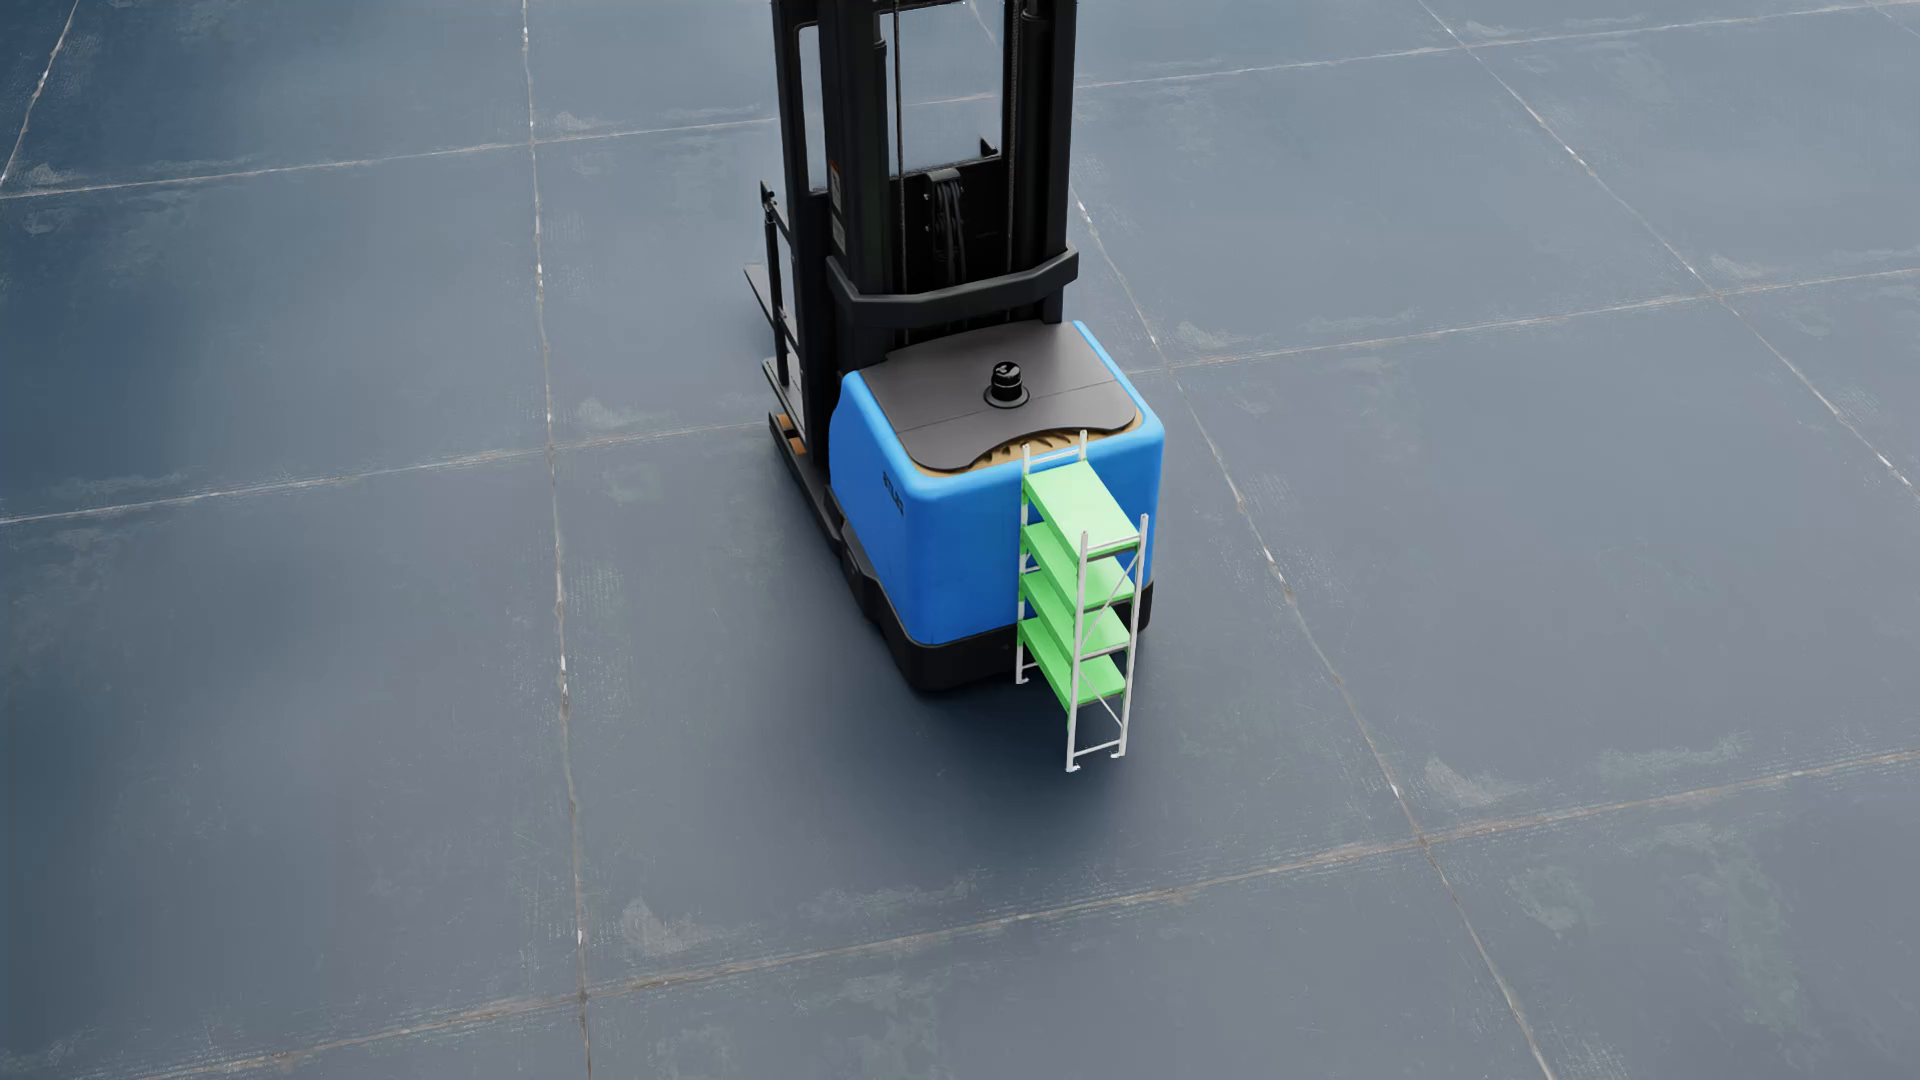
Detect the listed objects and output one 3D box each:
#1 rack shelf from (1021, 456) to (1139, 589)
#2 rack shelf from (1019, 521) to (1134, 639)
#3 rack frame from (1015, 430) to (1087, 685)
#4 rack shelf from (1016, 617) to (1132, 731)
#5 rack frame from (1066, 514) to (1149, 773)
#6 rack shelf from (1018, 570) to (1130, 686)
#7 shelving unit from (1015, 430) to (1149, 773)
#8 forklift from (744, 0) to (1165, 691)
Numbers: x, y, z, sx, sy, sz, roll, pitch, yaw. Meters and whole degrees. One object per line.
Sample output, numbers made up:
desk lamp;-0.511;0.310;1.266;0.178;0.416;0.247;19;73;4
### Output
rack shelf;0.424;-0.067;5.795;0.258;0.148;0.480;-15;44;-16
rack shelf;0.424;0.113;5.954;0.258;0.148;0.480;-15;44;-16
rack frame;0.334;0.094;6.241;0.240;1.200;0.015;-15;44;-16
rack shelf;0.424;0.472;6.273;0.258;0.148;0.480;-15;44;-16
rack frame;0.513;0.395;5.901;0.240;1.200;0.015;-15;44;-16
rack shelf;0.424;0.292;6.113;0.258;0.148;0.480;-15;44;-16
shelving unit;0.424;0.244;6.071;0.258;1.200;0.503;-15;44;-16
forklift;-0.237;-1.496;6.727;1.130;2.935;3.031;-15;44;-16
